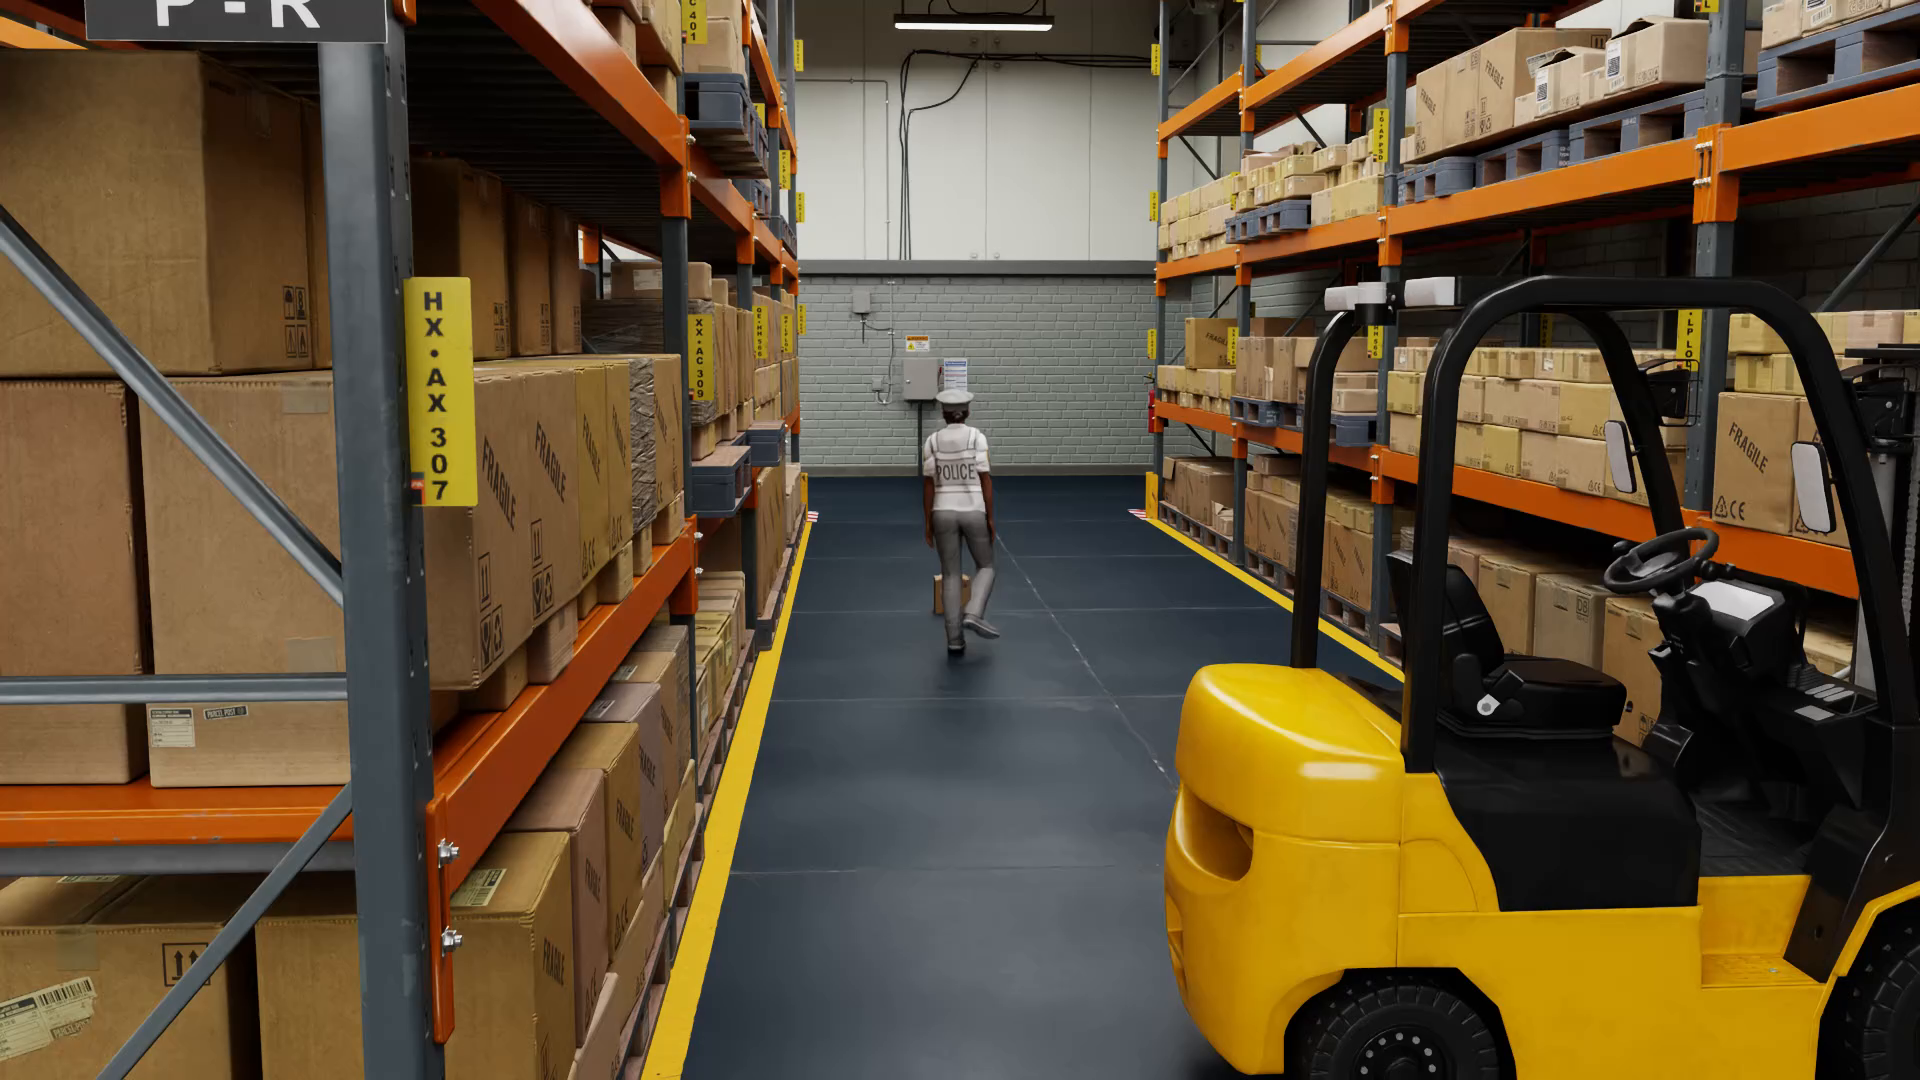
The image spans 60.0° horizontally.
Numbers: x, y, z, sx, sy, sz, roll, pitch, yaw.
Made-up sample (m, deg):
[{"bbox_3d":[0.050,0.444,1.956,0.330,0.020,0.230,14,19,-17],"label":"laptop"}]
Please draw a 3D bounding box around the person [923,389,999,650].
[{"bbox_3d":[0.007,-0.126,10.661,0.516,1.669,0.493,1,7,9],"label":"person"}]
